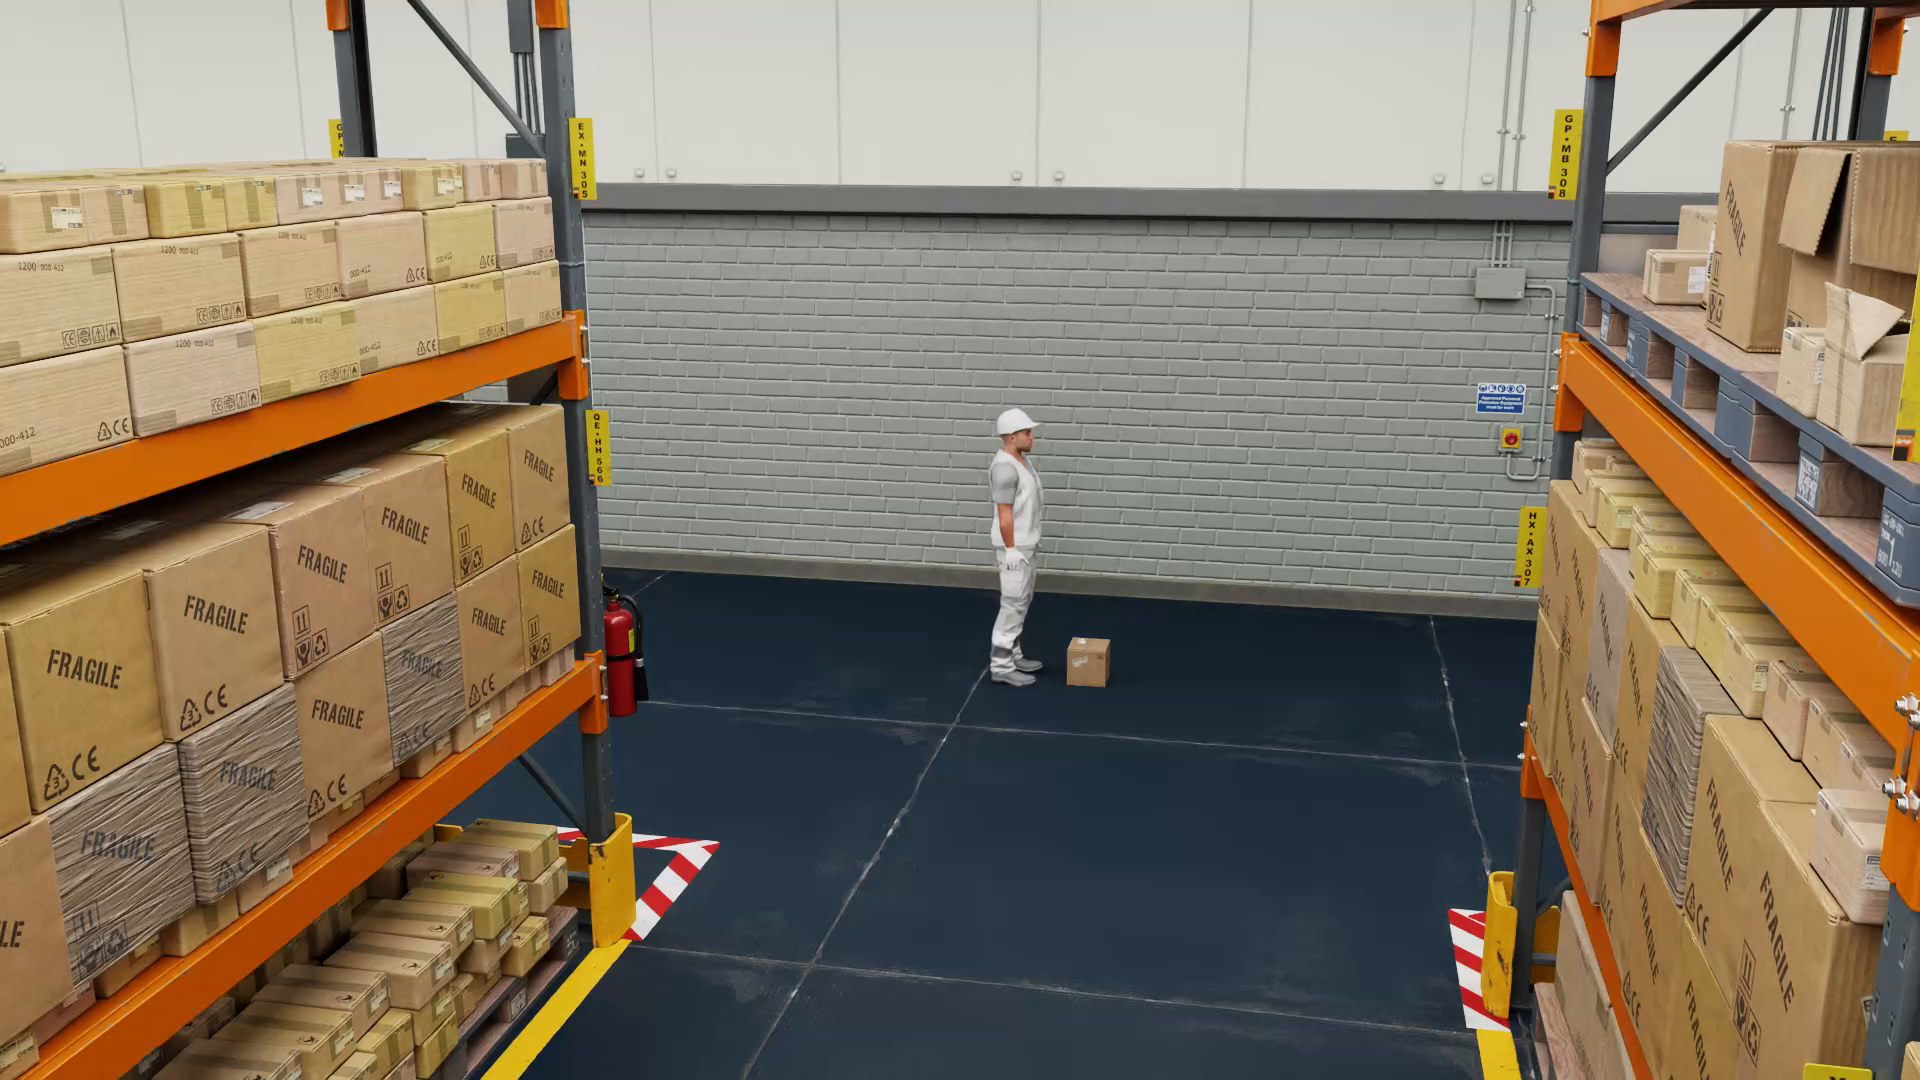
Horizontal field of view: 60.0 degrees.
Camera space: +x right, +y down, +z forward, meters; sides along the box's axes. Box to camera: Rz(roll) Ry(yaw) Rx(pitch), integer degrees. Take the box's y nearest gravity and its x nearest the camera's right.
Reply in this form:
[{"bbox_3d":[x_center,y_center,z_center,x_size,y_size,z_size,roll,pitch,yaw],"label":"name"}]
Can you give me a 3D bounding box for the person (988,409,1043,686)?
[{"bbox_3d":[0.368,0.032,10.836,0.334,1.788,0.524,3,15,12],"label":"person"}]
